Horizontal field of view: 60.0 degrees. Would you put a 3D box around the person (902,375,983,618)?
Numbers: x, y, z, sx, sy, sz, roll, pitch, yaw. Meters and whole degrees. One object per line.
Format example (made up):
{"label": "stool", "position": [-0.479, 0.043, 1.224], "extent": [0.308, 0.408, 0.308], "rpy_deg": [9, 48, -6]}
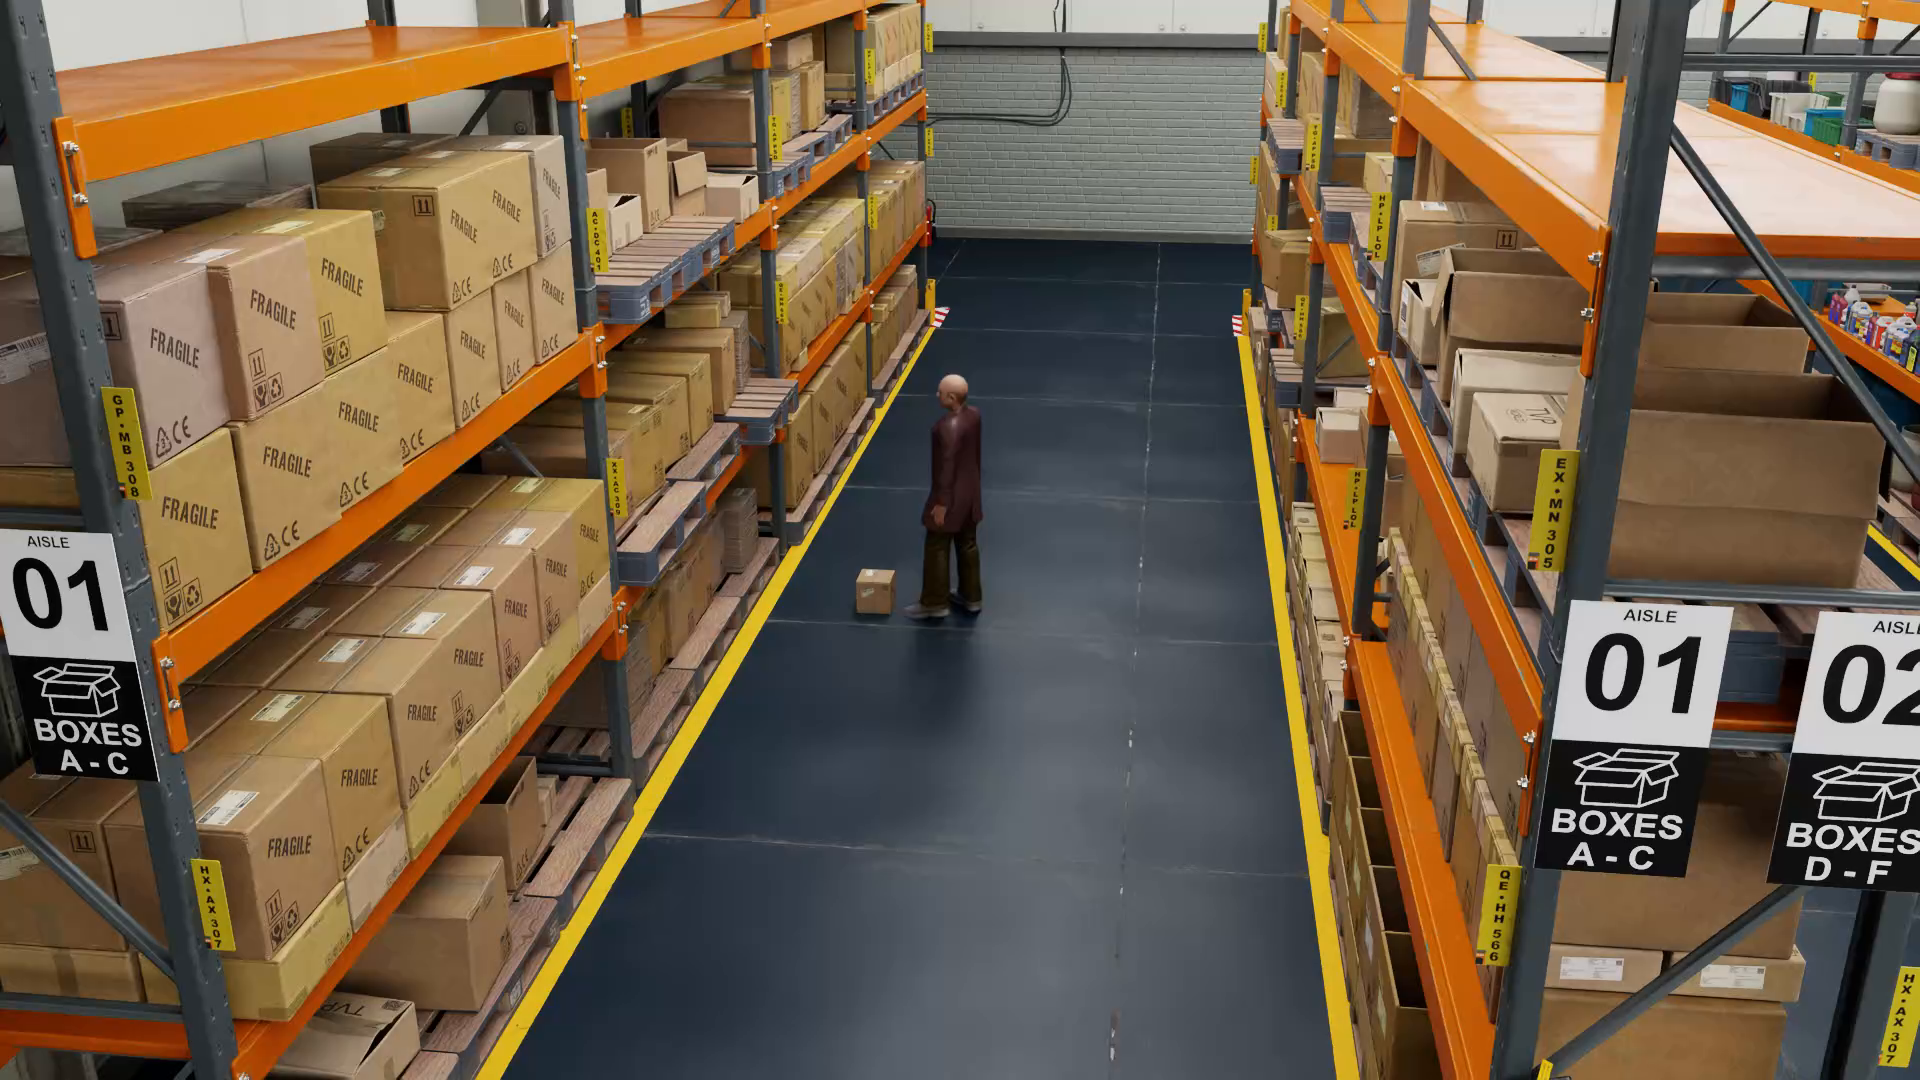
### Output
{"label": "person", "position": [-0.088, -0.331, 11.977], "extent": [0.529, 1.806, 0.649], "rpy_deg": [10, 23, 25]}
